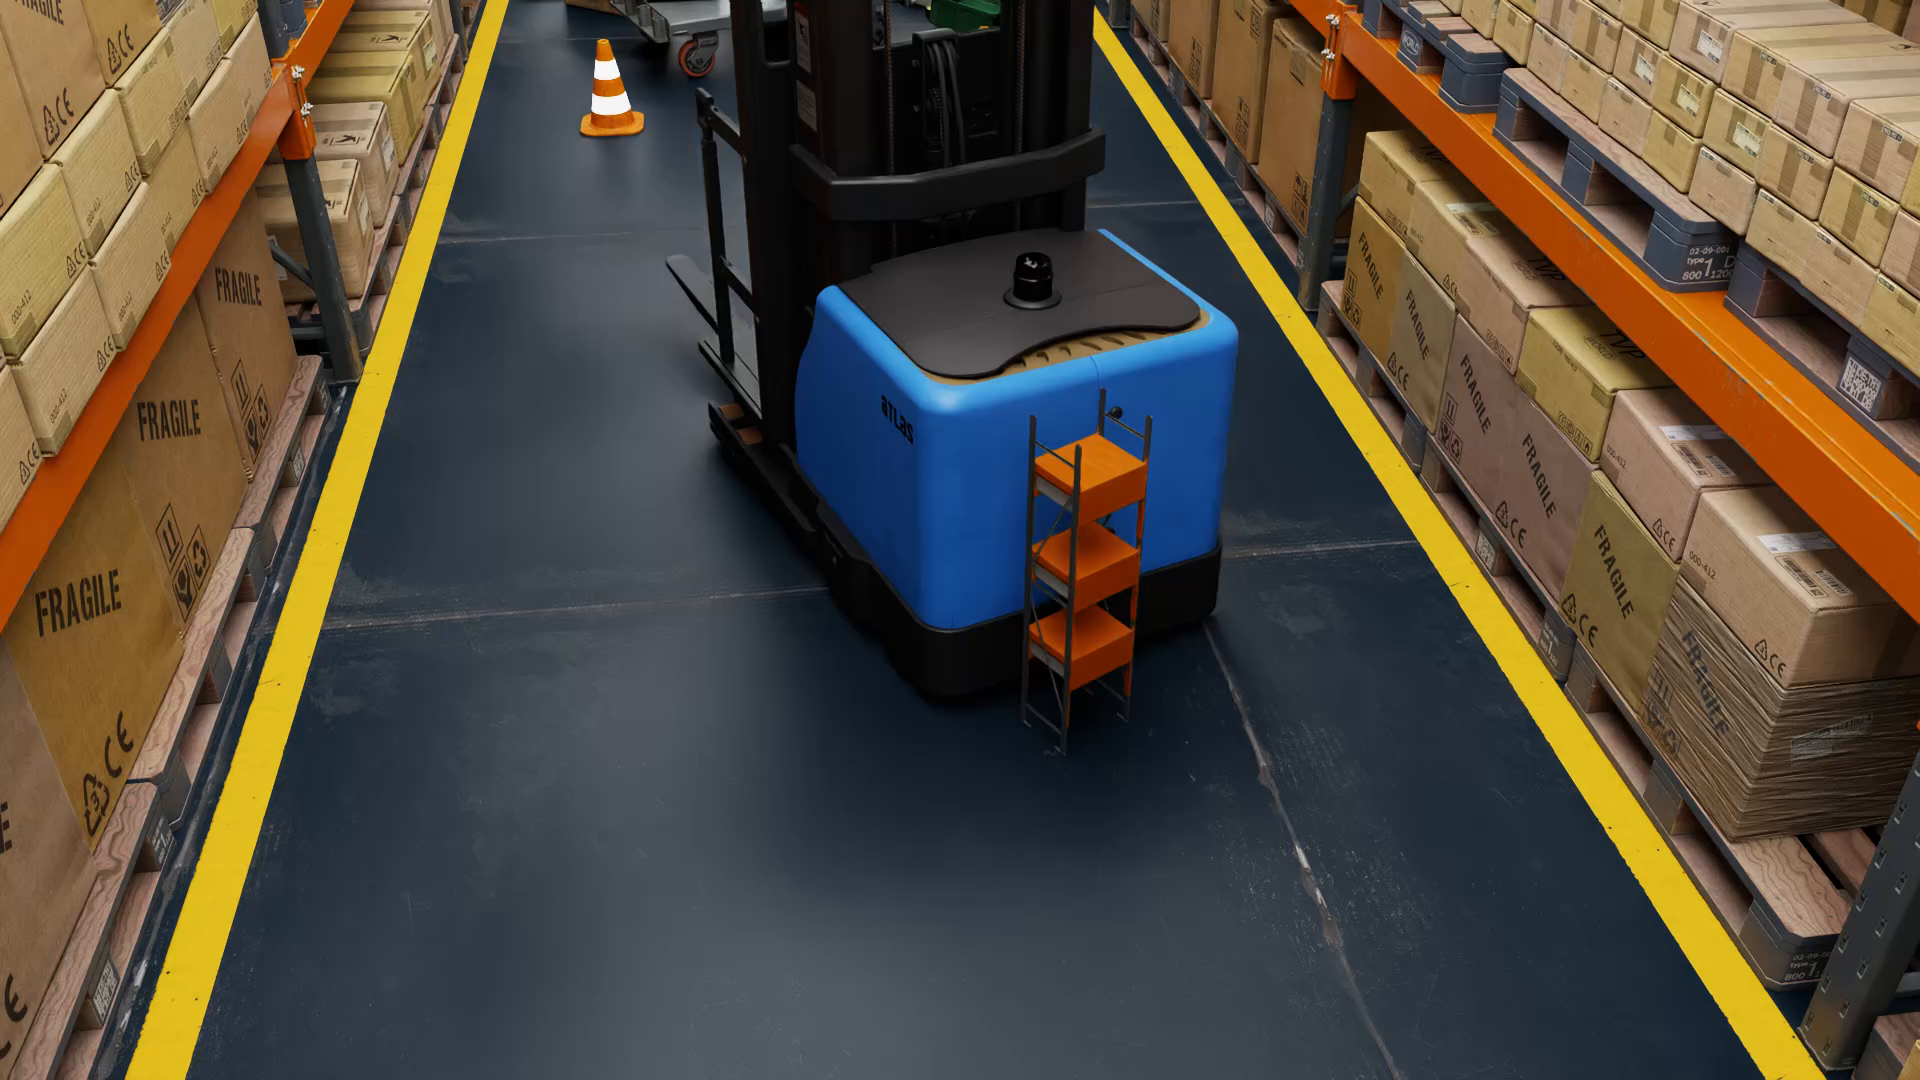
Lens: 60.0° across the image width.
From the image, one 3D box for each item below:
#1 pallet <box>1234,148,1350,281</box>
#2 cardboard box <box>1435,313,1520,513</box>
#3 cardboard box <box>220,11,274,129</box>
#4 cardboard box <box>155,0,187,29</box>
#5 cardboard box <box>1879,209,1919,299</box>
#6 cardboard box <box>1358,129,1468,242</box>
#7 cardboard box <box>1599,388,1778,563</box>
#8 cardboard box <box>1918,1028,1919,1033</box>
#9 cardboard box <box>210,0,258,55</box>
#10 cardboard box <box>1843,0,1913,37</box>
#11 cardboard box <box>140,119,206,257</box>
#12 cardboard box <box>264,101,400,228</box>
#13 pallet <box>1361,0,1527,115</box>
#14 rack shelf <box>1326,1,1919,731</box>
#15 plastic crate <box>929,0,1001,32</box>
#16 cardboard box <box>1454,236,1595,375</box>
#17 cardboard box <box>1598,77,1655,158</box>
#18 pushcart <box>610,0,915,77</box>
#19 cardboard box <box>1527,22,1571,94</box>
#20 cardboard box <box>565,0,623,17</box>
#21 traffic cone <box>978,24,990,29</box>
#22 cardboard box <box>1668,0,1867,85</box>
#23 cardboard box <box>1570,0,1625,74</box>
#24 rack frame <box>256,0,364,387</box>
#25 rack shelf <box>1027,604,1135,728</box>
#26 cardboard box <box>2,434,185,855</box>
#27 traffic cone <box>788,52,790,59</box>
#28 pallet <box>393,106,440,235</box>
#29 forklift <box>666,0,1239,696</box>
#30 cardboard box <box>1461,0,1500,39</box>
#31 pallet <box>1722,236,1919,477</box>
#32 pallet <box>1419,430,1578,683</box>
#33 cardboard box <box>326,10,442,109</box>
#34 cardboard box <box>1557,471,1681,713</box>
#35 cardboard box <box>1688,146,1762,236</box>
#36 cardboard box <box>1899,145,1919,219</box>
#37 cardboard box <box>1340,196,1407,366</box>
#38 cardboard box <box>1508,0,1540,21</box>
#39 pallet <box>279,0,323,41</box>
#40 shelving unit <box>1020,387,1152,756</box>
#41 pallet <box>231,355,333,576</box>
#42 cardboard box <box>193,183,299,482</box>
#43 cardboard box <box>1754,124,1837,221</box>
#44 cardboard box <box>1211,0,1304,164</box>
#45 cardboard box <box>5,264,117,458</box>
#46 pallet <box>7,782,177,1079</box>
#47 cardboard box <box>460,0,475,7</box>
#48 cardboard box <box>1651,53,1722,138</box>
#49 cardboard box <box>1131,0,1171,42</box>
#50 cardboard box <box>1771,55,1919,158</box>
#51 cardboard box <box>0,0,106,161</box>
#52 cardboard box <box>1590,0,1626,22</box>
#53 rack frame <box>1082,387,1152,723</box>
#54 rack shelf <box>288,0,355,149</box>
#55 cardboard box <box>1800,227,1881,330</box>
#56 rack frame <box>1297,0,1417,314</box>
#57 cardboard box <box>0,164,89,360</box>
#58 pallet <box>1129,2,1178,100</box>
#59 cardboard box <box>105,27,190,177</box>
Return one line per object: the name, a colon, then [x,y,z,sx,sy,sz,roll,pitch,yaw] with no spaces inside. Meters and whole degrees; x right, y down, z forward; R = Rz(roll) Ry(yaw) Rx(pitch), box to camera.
pallet: [1.949,-1.582,7.884,1.003,0.211,1.213,-4,35,-6]
cardboard box: [1.968,-0.449,5.592,0.500,0.500,0.500,-5,35,-8]
cardboard box: [-2.585,-1.533,5.469,0.500,0.250,0.500,-6,35,-8]
cardboard box: [-2.505,-1.757,4.688,0.500,0.500,0.500,-4,34,-6]
cardboard box: [2.233,-0.603,3.557,0.380,0.149,0.250,-4,34,-6]
cardboard box: [1.834,-1.336,6.228,0.500,0.250,0.500,-6,35,-9]
cardboard box: [2.112,-0.191,4.548,0.500,0.250,0.500,-3,34,-4]
cardboard box: [2.250,1.052,3.438,0.380,0.149,0.250,-3,34,-4]
cardboard box: [-2.594,-1.751,5.345,0.500,0.250,0.500,-4,35,-7]
cardboard box: [2.707,-1.498,4.607,0.380,0.149,0.250,-3,34,-5]
cardboard box: [-2.449,-0.967,4.638,0.500,0.250,0.500,-5,35,-7]
cardboard box: [-3.084,-1.672,7.501,0.950,0.372,0.625,-5,35,-7]
pallet: [2.182,-1.820,5.927,1.213,0.211,1.003,-4,35,-6]
rack shelf: [2.250,-0.875,5.009,1.077,0.370,4.000,-4,35,-6]
plastic crate: [0.121,-3.380,10.492,0.450,0.188,0.662,21,39,12]
cardboard box: [1.956,-0.776,5.406,0.500,0.250,0.500,-4,34,-6]
cardboard box: [2.055,-1.208,4.710,0.380,0.149,0.250,-5,35,-8]
pushcart: [-1.196,-3.206,10.120,1.648,0.377,0.936,-16,38,-23]
cardboard box: [1.990,-1.494,5.129,0.380,0.149,0.250,-3,34,-5]
cardboard box: [-2.244,-3.758,10.819,0.500,0.500,0.500,20,39,26]
traffic cone: [0.127,-2.610,9.168,0.336,0.463,0.334,-4,35,-6]
cardboard box: [2.097,-1.309,4.328,0.380,0.149,0.250,-6,35,-9]
cardboard box: [2.021,-1.478,4.841,0.380,0.149,0.250,-5,35,-7]
rack frame: [-2.911,-1.857,5.812,1.000,3.000,0.127,-4,35,-6]
rack shelf: [0.341,0.346,4.822,0.240,0.259,0.215,-23,41,-30]
cardboard box: [-2.665,0.236,4.254,0.875,0.875,0.875,-3,34,-5]
traffic cone: [-0.865,-2.369,8.815,0.336,0.463,0.334,-4,35,-6]
pallet: [-3.175,-1.820,8.234,1.003,0.211,1.213,-4,35,-6]
forklift: [-0.287,-1.561,5.439,1.130,2.935,3.031,-16,37,-22]
cardboard box: [1.914,-1.793,5.568,0.380,0.149,0.250,-3,34,-4]
pallet: [2.560,-0.415,3.865,1.003,0.211,1.213,-4,35,-6]
pallet: [2.245,-0.021,5.593,1.003,0.211,1.213,-4,35,-6]
cardboard box: [-3.276,-2.484,8.691,0.950,0.372,0.625,-2,34,-3]
cardboard box: [2.101,0.123,4.753,0.500,0.500,0.500,-5,35,-8]
cardboard box: [2.126,-0.912,4.274,0.380,0.149,0.250,-6,35,-8]
cardboard box: [2.234,-0.731,3.481,0.380,0.149,0.250,-5,35,-8]
cardboard box: [1.823,-1.015,6.423,0.500,0.500,0.500,-6,35,-8]
cardboard box: [1.959,-1.756,5.249,0.380,0.149,0.250,-4,35,-6]
pallet: [-3.112,-2.168,6.437,1.213,0.211,1.003,-4,35,-6]
shelving unit: [0.342,0.108,4.658,0.252,1.050,0.215,-23,41,-30]
pallet: [-2.879,-0.259,5.943,1.003,0.211,1.213,-4,35,-6]
cardboard box: [-2.900,-0.761,5.717,0.875,0.875,0.875,-5,35,-7]
cardboard box: [2.161,-0.894,3.984,0.380,0.149,0.250,-5,35,-8]
cardboard box: [1.867,-2.367,8.184,1.050,0.750,0.750,-4,34,-6]
cardboard box: [-2.295,-0.405,3.813,0.500,0.250,0.500,-5,35,-7]
pallet: [-2.551,1.102,3.945,1.003,0.211,1.213,-4,35,-6]
cardboard box: [-3.260,-3.476,10.256,0.500,0.250,0.500,-6,35,-9]
cardboard box: [2.089,-1.191,4.421,0.380,0.149,0.250,-4,35,-6]
cardboard box: [1.615,-3.425,9.737,1.050,0.750,0.750,-5,35,-7]
cardboard box: [2.166,-1.022,3.908,0.380,0.149,0.250,-4,35,-7]
cardboard box: [-2.384,-1.197,3.866,0.500,0.500,0.500,-5,35,-7]
cardboard box: [2.029,-1.598,4.754,0.380,0.149,0.250,-3,34,-5]
rack frame: [0.439,0.066,4.719,0.008,1.050,0.200,-23,41,-30]
rack shelf: [-3.180,-2.676,7.652,1.077,0.370,4.000,-4,35,-6]
cardboard box: [2.202,-0.617,3.842,0.380,0.149,0.250,-4,35,-7]
rack frame: [1.981,-2.289,6.445,1.000,3.000,0.127,-4,35,-6]
cardboard box: [-2.292,-0.609,3.669,0.500,0.250,0.500,-4,34,-6]
pallet: [1.621,-2.944,9.882,1.003,0.211,1.213,-4,35,-6]
cardboard box: [-2.432,-1.181,4.508,0.500,0.250,0.500,-5,35,-8]
